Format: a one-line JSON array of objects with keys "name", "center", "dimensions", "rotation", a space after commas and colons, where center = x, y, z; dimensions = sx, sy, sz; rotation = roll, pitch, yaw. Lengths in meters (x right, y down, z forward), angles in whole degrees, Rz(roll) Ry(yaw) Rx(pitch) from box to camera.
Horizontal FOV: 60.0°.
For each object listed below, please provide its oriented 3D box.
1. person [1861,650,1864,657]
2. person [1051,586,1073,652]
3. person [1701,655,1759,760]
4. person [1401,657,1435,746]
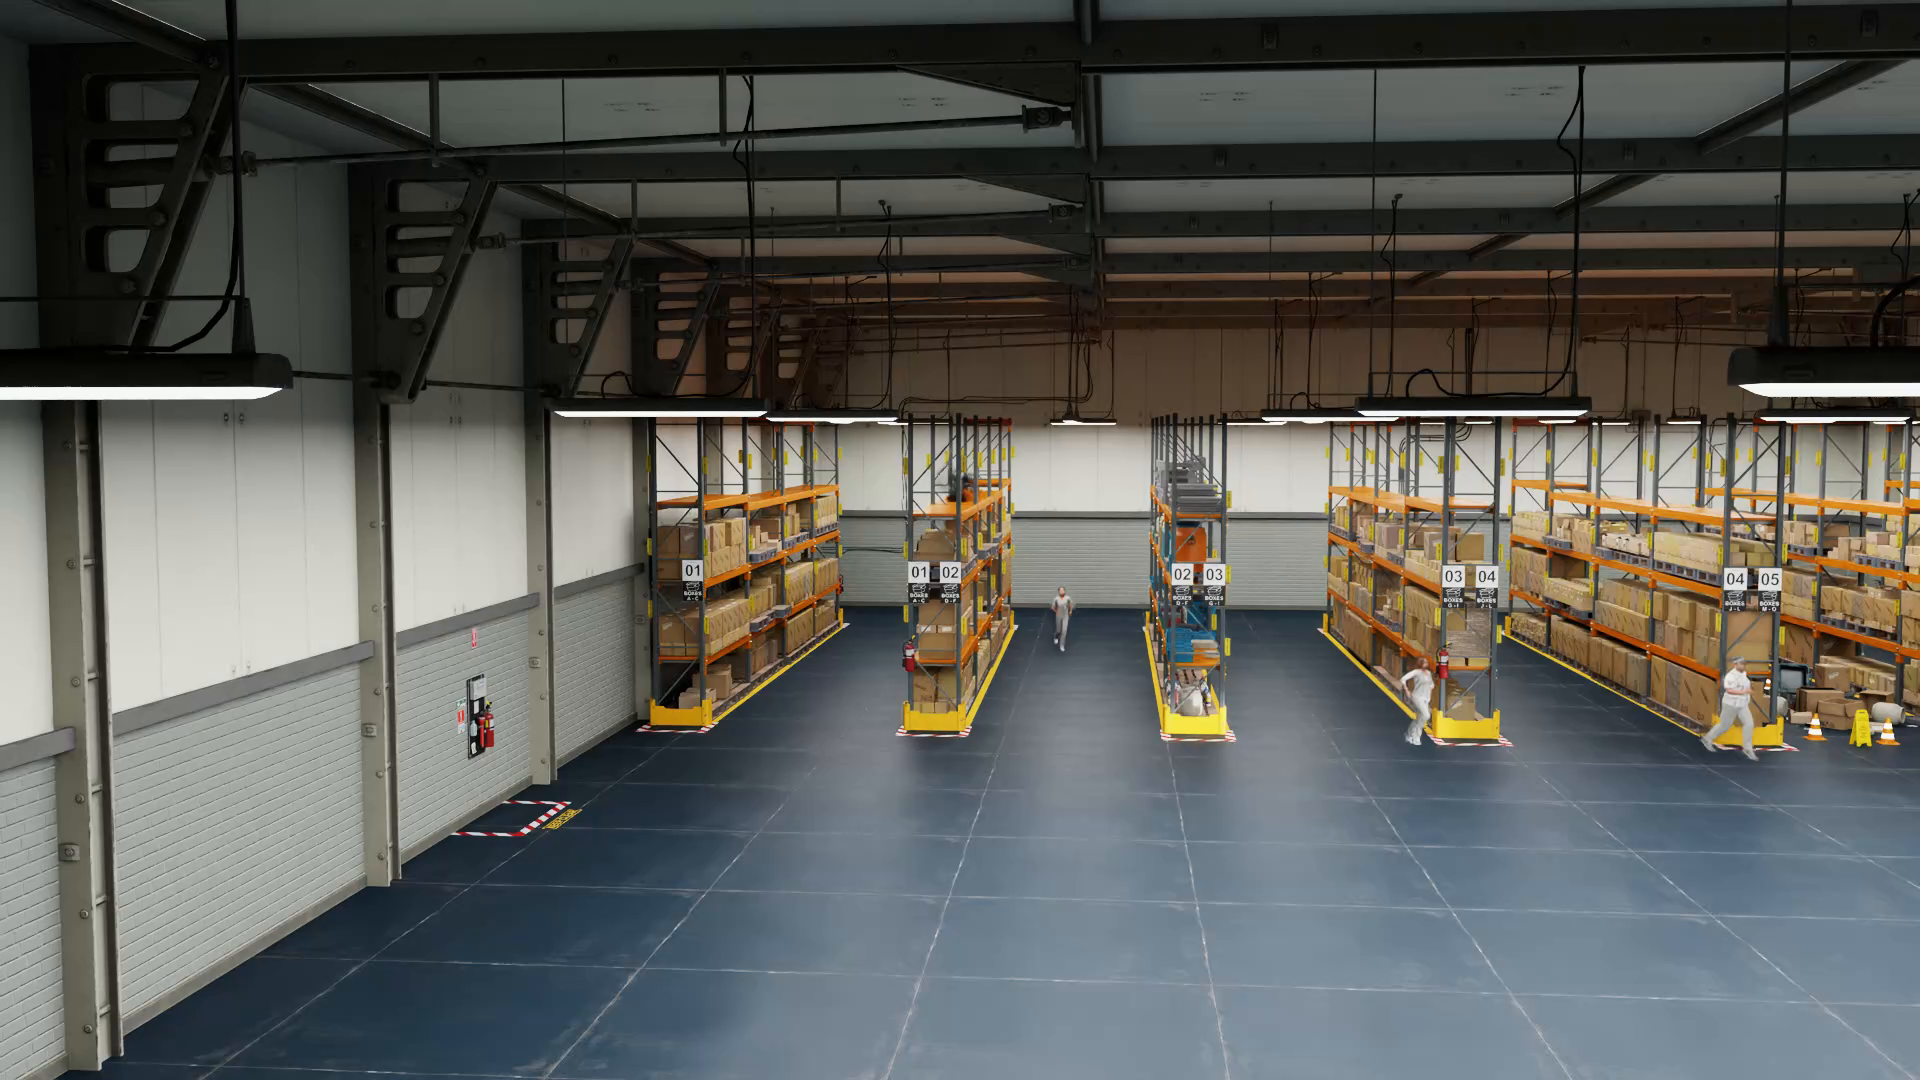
[{"name": "person", "center": [21.793, 2.090, 40.373], "dimensions": [0.655, 1.817, 0.910], "rotation": [0, 4, 1]}, {"name": "person", "center": [2.649, 2.019, 43.014], "dimensions": [0.575, 1.661, 0.808], "rotation": [0, 4, 0]}, {"name": "person", "center": [13.472, 2.889, 28.990], "dimensions": [0.672, 1.834, 0.943], "rotation": [-2, 5, -32]}, {"name": "person", "center": [8.340, 2.914, 30.096], "dimensions": [0.555, 1.582, 0.589], "rotation": [-3, 5, -36]}]
